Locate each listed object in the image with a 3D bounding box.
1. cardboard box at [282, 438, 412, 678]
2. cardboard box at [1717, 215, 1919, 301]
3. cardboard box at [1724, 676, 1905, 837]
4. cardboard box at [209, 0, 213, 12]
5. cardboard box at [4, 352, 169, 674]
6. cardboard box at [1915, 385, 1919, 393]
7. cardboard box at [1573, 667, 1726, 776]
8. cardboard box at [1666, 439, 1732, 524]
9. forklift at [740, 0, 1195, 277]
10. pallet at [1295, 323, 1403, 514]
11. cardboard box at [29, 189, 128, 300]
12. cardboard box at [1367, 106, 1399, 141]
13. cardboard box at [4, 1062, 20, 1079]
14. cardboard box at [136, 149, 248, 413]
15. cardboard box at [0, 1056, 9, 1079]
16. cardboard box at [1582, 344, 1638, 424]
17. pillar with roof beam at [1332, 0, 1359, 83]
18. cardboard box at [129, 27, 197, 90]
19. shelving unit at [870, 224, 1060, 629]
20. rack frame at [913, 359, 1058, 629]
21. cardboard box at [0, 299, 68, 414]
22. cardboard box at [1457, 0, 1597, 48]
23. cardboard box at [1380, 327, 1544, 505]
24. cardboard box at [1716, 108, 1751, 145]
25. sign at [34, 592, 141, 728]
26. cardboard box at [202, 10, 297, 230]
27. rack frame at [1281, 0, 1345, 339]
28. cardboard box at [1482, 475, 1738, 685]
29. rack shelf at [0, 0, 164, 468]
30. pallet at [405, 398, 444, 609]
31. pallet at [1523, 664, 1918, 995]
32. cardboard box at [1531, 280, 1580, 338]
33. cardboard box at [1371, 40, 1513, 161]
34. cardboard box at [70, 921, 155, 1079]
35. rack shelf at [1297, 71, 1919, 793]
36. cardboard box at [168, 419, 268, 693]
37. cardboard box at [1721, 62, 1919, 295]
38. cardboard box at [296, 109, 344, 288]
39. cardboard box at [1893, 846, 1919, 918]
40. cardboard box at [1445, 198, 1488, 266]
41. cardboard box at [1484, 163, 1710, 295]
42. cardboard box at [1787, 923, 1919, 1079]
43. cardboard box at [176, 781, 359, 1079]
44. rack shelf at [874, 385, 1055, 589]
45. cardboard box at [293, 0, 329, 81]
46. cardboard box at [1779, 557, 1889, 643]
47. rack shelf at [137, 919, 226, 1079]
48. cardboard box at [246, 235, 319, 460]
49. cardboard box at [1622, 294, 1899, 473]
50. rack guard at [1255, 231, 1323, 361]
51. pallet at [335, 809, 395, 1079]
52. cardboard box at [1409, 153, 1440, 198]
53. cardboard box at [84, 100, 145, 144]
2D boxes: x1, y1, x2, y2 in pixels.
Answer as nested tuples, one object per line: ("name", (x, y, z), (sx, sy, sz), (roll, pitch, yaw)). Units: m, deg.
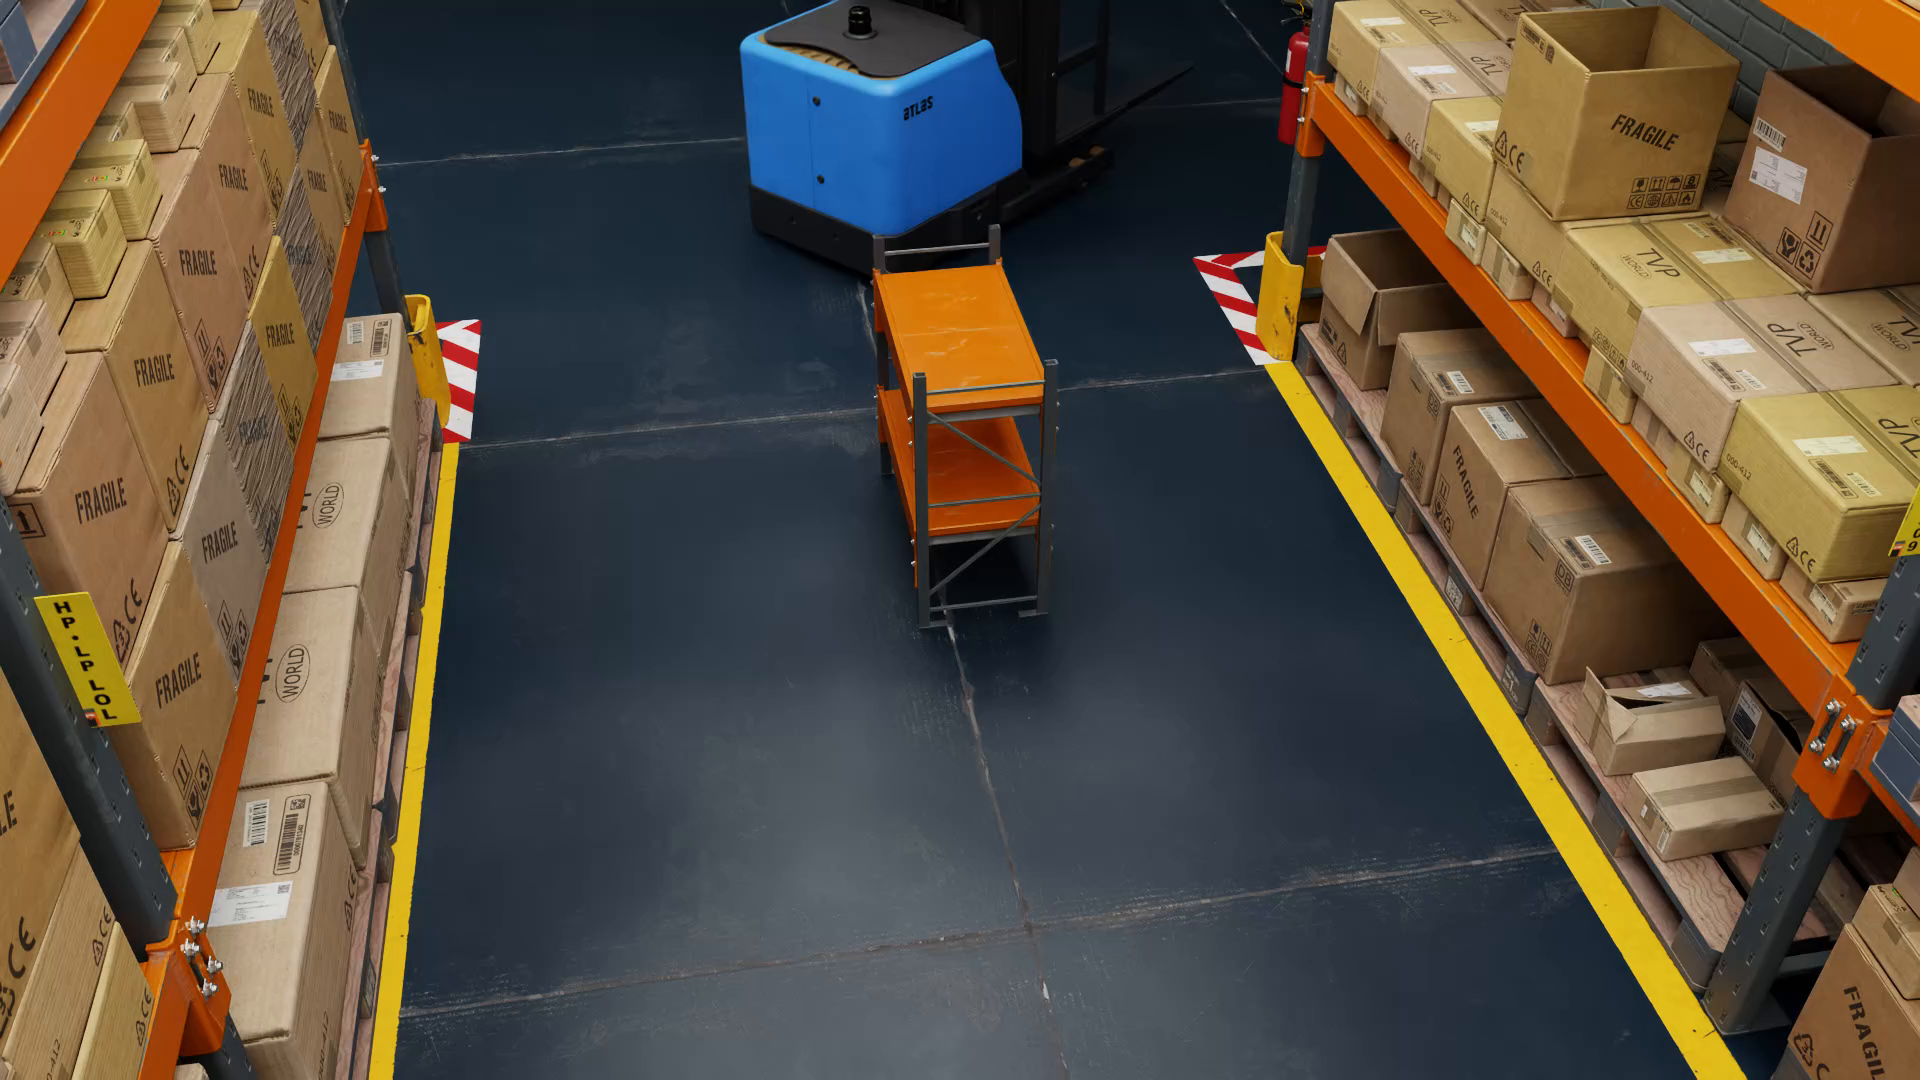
("cardboard box", (-2.493, 0.089, 5.936), (0.875, 0.438, 0.875), (-5, 38, -7))
("cardboard box", (2.707, -0.817, 5.236), (0.500, 0.250, 0.500), (-5, 38, -7))
("cardboard box", (2.828, 0.655, 5.311), (0.500, 0.311, 0.500), (-5, 38, -6))
("cardboard box", (-2.440, -1.572, 4.903), (0.380, 0.149, 0.250), (-7, 38, -8))
("cardboard box", (-2.020, -0.028, 3.445), (0.500, 0.500, 0.500), (-6, 38, -8))
("cardboard box", (2.891, -0.203, 4.446), (0.500, 0.250, 0.500), (-7, 38, -8))
("cardboard box", (2.262, 0.577, 5.449), (0.396, 0.266, 0.258), (-5, 38, -6))
("cardboard box", (2.271, -0.192, 4.757), (0.380, 0.149, 0.250), (-5, 38, -7))
("forklift", (0.217, -3.290, 8.596), (1.130, 2.935, 3.031), (27, 45, 30))
("pallet", (2.164, -0.604, 7.355), (1.003, 0.211, 1.213), (-6, 38, -8))
("cardboard box", (-2.105, -0.649, 3.715), (0.380, 0.149, 0.250), (-6, 38, -8))
("cardboard box", (1.888, -1.757, 6.771), (0.380, 0.149, 0.250), (-5, 38, -7))
("cardboard box", (-1.763, 1.123, 2.575), (0.500, 0.250, 0.500), (-5, 38, -7))
("cardboard box", (-2.181, -0.645, 4.238), (0.500, 0.500, 0.500), (-6, 38, -7))
("cardboard box", (-1.751, 0.840, 2.327), (0.500, 0.500, 0.500), (-6, 38, -7))
("cardboard box", (2.179, -0.505, 5.159), (0.380, 0.149, 0.250), (-7, 38, -9))
("pillar with roof beam", (-1.813, -5.864, 6.963), (9.100, 9.000, 0.400), (-6, 38, -8))
("cardboard box", (-2.311, -1.266, 4.510), (0.380, 0.149, 0.250), (-5, 38, -6))
("shelving unit", (-0.001, -0.448, 6.410), (0.538, 1.125, 1.048), (-6, 38, -8))
("rack frame", (0.088, -0.141, 6.015), (0.500, 1.125, 0.032), (-6, 38, -8))
("cardboard box", (-2.035, -0.342, 3.321), (0.380, 0.149, 0.250), (-6, 38, -7))
("cardboard box", (2.352, -2.041, 6.812), (0.500, 0.250, 0.500), (-5, 38, -7))
("cardboard box", (2.136, -0.511, 6.658), (0.700, 0.500, 0.500), (-5, 38, -6))
("cardboard box", (2.524, -1.430, 6.026), (0.500, 0.250, 0.500), (-5, 38, -7))
("sign", (-1.642, 0.229, 3.130), (0.100, 0.325, 0.005), (-6, 38, -8))
("cardboard box", (-2.353, -1.253, 5.022), (0.500, 0.500, 0.500), (-6, 38, -8))
("rack frame", (2.010, -2.232, 7.179), (1.000, 3.000, 0.127), (-6, 38, -8))
("cardboard box", (2.318, 0.116, 5.851), (0.700, 0.500, 0.500), (-8, 38, -10))
("rack shelf", (-2.525, -1.389, 4.234), (1.077, 0.370, 4.000), (-6, 38, -8))
("pallet", (-2.659, -0.121, 6.733), (1.003, 0.211, 1.213), (-6, 38, -8))
("pallet", (2.592, 0.870, 5.458), (1.003, 0.211, 1.213), (-6, 38, -8))
("cardboard box", (2.154, -0.817, 5.561), (0.380, 0.149, 0.250), (-6, 38, -8))
("cardboard box", (1.913, -1.683, 6.351), (0.500, 0.250, 0.500), (-6, 38, -7))
("cardboard box", (-1.848, 1.023, 3.111), (0.500, 0.250, 0.500), (-7, 38, -9))
("rack shelf", (2.361, -0.740, 5.844), (1.077, 0.370, 4.000), (-6, 38, -8))
("cardboard box", (-2.083, 0.064, 4.141), (0.500, 0.500, 0.500), (-6, 38, -8))
("cardboard box", (2.712, -1.099, 4.988), (0.500, 0.500, 0.500), (-7, 38, -9))
("cardboard box", (-2.458, -1.168, 5.727), (0.500, 0.500, 0.500), (-7, 38, -9))
("cardboard box", (2.572, 0.870, 4.109), (0.380, 0.149, 0.250), (-7, 38, -9))
("cardboard box", (1.975, -1.122, 5.954), (0.380, 0.149, 0.250), (-7, 38, -9))
("cardboard box", (2.116, -1.071, 5.563), (0.500, 0.250, 0.500), (-7, 38, -9))
("cardboard box", (2.575, 1.321, 4.300), (0.500, 0.500, 0.500), (-5, 38, -6))
("cardboard box", (-2.179, 1.175, 4.539), (0.875, 0.438, 0.875), (-7, 38, -9))
("rack shelf", (-0.001, -0.255, 6.560), (0.538, 0.278, 1.000), (-6, 38, -8))
("cardboard box", (-2.557, -1.865, 5.809), (0.500, 0.500, 0.500), (-5, 38, -6))
("cardboard box", (2.407, 0.117, 4.359), (0.380, 0.149, 0.250), (-6, 38, -7))
("rack shelf", (-1.824, 2.212, 2.044), (1.077, 0.370, 4.000), (-6, 38, -8))
("cardboard box", (-2.254, -0.548, 4.929), (0.500, 0.500, 0.500), (-5, 38, -7))
("cardboard box", (2.280, -0.457, 4.773), (0.500, 0.250, 0.500), (-6, 38, -8))
("rack guard", (2.024, -1.199, 7.886), (1.175, 0.500, 0.348), (-6, 38, -8))
("pallet", (-2.231, 1.353, 4.836), (1.003, 0.211, 1.213), (-6, 38, -8))
("cardboard box", (1.952, -1.442, 6.366), (0.380, 0.149, 0.250), (-5, 38, -7))
("cardboard box", (-2.248, -0.955, 4.110), (0.380, 0.149, 0.250), (-6, 38, -8))
